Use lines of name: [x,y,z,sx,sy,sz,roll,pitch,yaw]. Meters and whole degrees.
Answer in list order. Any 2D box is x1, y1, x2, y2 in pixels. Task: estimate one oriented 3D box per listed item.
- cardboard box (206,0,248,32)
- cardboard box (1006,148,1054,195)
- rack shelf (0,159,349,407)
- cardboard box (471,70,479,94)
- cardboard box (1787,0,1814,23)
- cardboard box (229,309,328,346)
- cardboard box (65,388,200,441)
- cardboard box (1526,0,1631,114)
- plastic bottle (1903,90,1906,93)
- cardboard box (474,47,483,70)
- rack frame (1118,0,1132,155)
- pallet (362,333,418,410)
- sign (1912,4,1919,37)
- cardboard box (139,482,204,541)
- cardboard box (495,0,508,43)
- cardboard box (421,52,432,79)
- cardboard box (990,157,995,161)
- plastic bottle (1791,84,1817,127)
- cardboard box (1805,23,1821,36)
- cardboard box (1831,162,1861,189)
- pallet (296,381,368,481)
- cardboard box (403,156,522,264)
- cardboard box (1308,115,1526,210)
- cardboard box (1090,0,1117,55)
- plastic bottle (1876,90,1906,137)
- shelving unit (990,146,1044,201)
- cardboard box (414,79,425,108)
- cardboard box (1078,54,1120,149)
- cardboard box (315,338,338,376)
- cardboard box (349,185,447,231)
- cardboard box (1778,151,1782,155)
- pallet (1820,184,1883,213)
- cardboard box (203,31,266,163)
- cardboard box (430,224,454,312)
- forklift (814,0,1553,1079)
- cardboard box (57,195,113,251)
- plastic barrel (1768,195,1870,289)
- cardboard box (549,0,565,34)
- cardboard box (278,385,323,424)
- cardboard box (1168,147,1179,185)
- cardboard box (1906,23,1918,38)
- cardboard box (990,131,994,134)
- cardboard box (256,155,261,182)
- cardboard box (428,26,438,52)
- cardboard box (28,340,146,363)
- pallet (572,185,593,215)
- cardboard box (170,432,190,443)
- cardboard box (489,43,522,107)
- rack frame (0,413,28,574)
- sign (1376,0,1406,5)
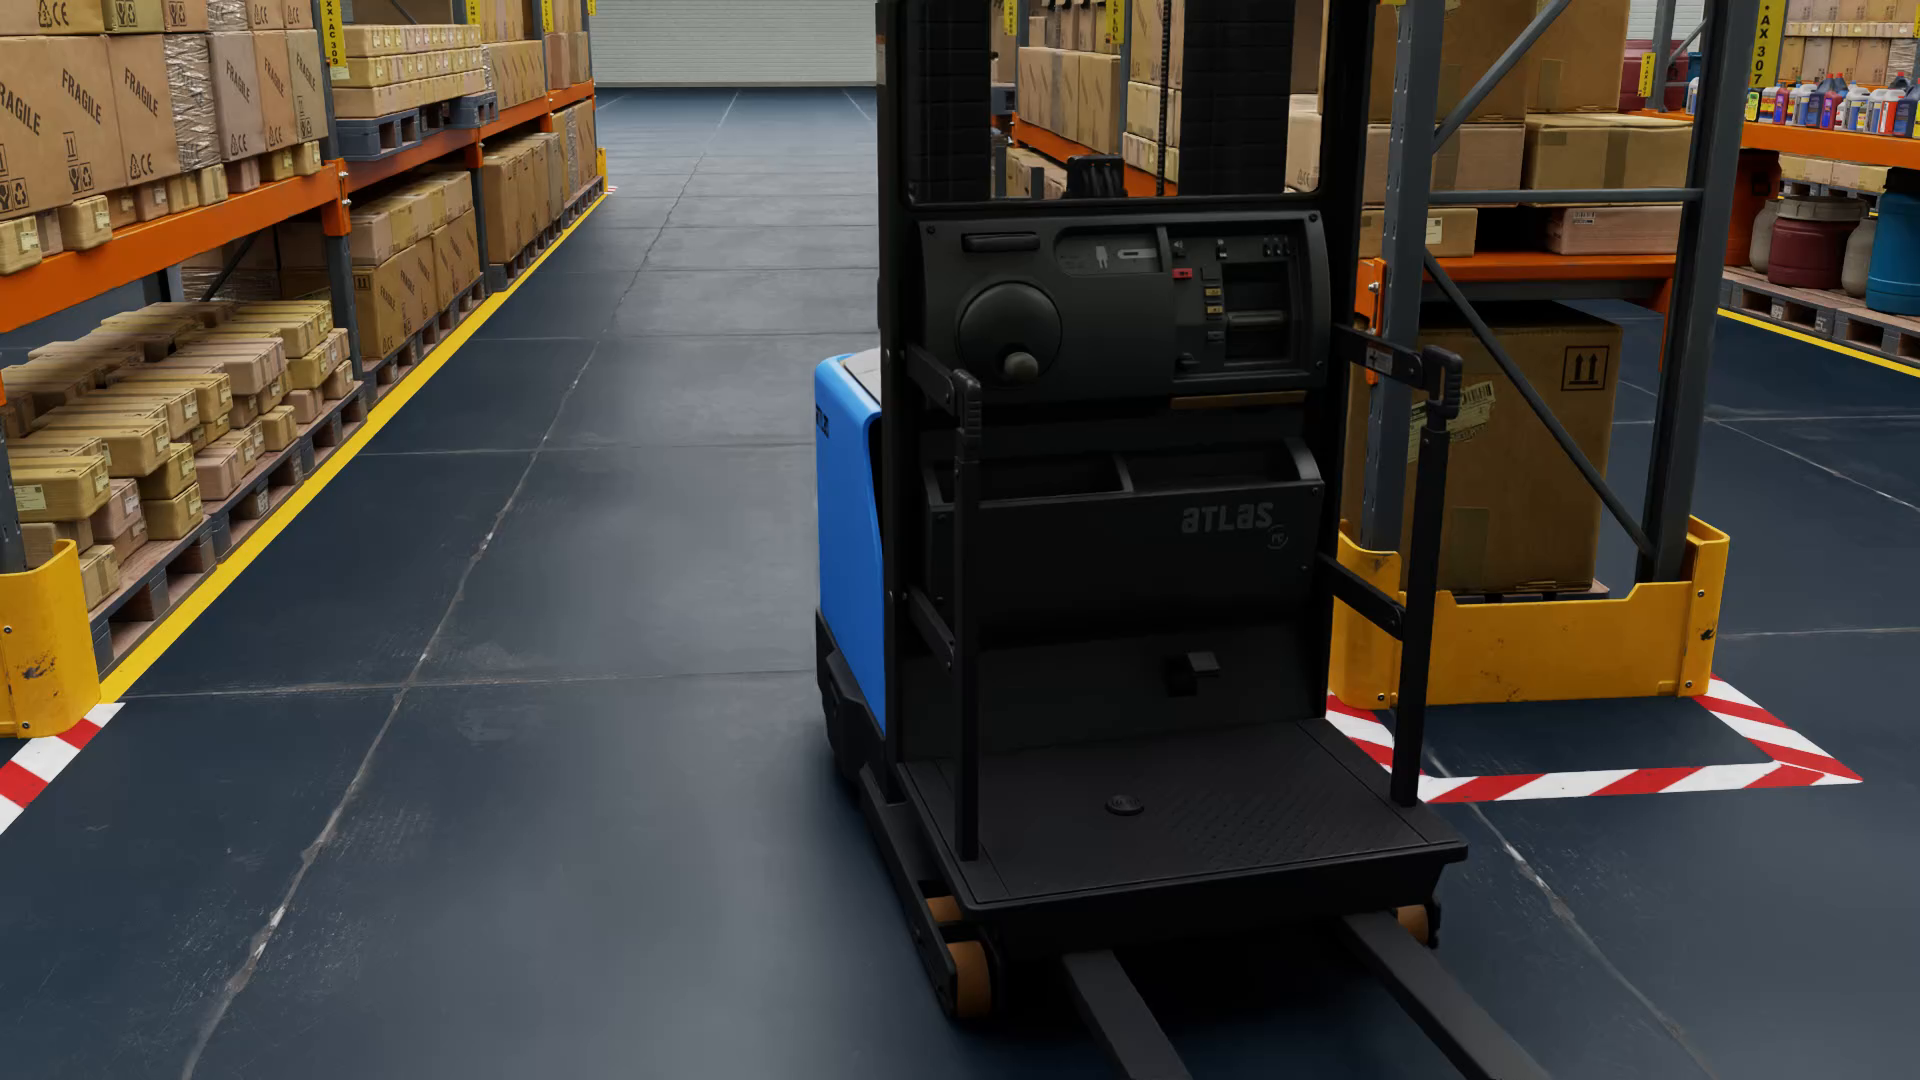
cardboard box: [-3.204,-2.287,6.622,0.500,0.500,0.500,-1,17,-4]
cardboard box: [0.963,-2.354,12.015,1.225,0.875,0.875,-3,18,-8]
rack shelf: [-3.412,-1.120,6.438,1.077,0.370,4.000,-2,18,-6]
cardboard box: [-3.499,-3.125,11.340,0.380,0.149,0.250,-2,18,-6]
cardboard box: [10.095,-6.267,19.299,0.700,0.500,0.500,-2,18,-5]
cardboard box: [-3.257,-1.010,7.952,0.380,0.149,0.250,-2,17,-5]
cardboard box: [-3.096,-0.470,6.230,0.380,0.149,0.250,-1,17,-3]
cardboard box: [1.905,-1.719,5.646,0.500,0.500,0.500,-2,18,-7]
plastic bottle: [5.908,-2.690,10.452,0.097,0.271,0.097,0,17,0]
cardboard box: [-3.527,-3.340,11.530,0.380,0.149,0.250,-1,17,-5]
rack frame: [1.325,-2.182,8.620,1.000,3.000,0.127,-2,18,-6]
pallet: [-3.700,-0.961,9.384,1.003,0.211,1.213,-2,18,-6]
sign: [9.802,-5.304,16.986,0.100,0.325,0.005,-2,18,-6]
cardboard box: [-3.000,-0.102,6.054,0.380,0.149,0.250,-2,17,-5]
cardboard box: [-4.280,-4.516,14.217,0.700,0.500,0.500,-2,18,-5]
cardboard box: [-3.342,-2.804,9.822,0.380,0.149,0.250,-2,18,-7]
cardboard box: [0.542,-3.399,15.936,0.700,0.500,0.500,-3,18,-10]
plastic bottle: [5.705,-2.916,11.164,0.152,0.276,0.135,-2,18,-6]
cardboard box: [9.925,-5.838,19.015,0.380,0.149,0.250,-2,18,-5]
cardboard box: [10.047,-4.040,18.426,0.500,0.250,0.500,-2,18,-6]
pallet: [-3.514,-0.530,8.012,1.003,0.211,1.213,-2,18,-6]
cardboard box: [-4.005,-2.562,12.885,1.050,0.750,0.750,-2,18,-6]
cardboard box: [1.424,-1.197,5.236,0.500,0.250,0.500,-2,18,-7]
cardboard box: [1.192,-3.103,9.713,0.797,0.503,0.637,-2,17,-5]
plastic bottle: [5.800,-2.643,10.294,0.152,0.276,0.135,-2,18,-6]
shelving unit: [-0.008,-0.738,6.525,0.587,1.500,1.083,-2,18,-6]
cardboard box: [-3.310,-2.579,9.602,0.380,0.149,0.250,-3,18,-8]
cardboard box: [0.961,-2.508,9.492,0.500,0.500,0.500,-1,17,-4]
cardboard box: [-3.230,-0.877,8.024,0.380,0.149,0.250,-3,18,-8]
cardboard box: [-3.600,-2.119,10.638,0.500,0.250,0.500,-1,17,-4]
cardboard box: [9.893,-4.844,19.738,0.500,0.500,0.500,-2,18,-6]
pallet: [10.314,-3.778,18.360,1.003,0.211,1.213,-2,18,-6]
cardboard box: [-3.185,-1.810,6.772,0.500,0.500,0.500,-2,18,-6]
cardboard box: [-3.583,-1.759,10.743,0.500,0.500,0.500,-3,18,-8]
forklift: [0.426,-0.521,3.443,1.130,2.935,3.031,-4,18,-14]
cardboard box: [-2.955,-1.010,5.307,0.380,0.149,0.250,-2,18,-7]
plastic barrel: [6.023,-2.095,11.667,0.600,0.588,0.708,-2,18,-6]
cardboard box: [-4.539,-5.466,17.026,0.875,0.550,0.550,-2,18,-6]
cardboard box: [-3.204,-0.636,7.754,0.380,0.149,0.250,-2,18,-7]
cardboard box: [1.135,-1.653,7.353,0.380,0.149,0.250,-2,18,-6]
cardboard box: [10.113,-5.302,17.308,0.380,0.149,0.250,-2,18,-6]
cardboard box: [0.135,-4.579,19.725,0.500,0.500,0.500,1,17,5]
cardboard box: [-3.295,-1.628,7.273,0.380,0.149,0.250,-2,18,-7]
cardboard box: [-3.368,-3.020,10.015,0.380,0.149,0.250,-1,17,-4]
cardboard box: [-3.750,-0.761,7.158,0.380,0.149,0.250,-1,17,-4]
pallet: [-4.573,-3.705,18.127,1.003,0.211,1.213,-2,18,-6]
cardboard box: [-3.131,-0.323,6.260,0.380,0.149,0.250,-3,18,-8]
cardboard box: [-3.965,-3.891,13.895,0.500,0.500,0.500,-2,18,-6]
rack frame: [-3.206,-0.867,4.432,1.000,3.000,0.127,-2,18,-6]
sign: [1.197,-1.643,4.575,0.100,0.325,0.005,-2,18,-6]
